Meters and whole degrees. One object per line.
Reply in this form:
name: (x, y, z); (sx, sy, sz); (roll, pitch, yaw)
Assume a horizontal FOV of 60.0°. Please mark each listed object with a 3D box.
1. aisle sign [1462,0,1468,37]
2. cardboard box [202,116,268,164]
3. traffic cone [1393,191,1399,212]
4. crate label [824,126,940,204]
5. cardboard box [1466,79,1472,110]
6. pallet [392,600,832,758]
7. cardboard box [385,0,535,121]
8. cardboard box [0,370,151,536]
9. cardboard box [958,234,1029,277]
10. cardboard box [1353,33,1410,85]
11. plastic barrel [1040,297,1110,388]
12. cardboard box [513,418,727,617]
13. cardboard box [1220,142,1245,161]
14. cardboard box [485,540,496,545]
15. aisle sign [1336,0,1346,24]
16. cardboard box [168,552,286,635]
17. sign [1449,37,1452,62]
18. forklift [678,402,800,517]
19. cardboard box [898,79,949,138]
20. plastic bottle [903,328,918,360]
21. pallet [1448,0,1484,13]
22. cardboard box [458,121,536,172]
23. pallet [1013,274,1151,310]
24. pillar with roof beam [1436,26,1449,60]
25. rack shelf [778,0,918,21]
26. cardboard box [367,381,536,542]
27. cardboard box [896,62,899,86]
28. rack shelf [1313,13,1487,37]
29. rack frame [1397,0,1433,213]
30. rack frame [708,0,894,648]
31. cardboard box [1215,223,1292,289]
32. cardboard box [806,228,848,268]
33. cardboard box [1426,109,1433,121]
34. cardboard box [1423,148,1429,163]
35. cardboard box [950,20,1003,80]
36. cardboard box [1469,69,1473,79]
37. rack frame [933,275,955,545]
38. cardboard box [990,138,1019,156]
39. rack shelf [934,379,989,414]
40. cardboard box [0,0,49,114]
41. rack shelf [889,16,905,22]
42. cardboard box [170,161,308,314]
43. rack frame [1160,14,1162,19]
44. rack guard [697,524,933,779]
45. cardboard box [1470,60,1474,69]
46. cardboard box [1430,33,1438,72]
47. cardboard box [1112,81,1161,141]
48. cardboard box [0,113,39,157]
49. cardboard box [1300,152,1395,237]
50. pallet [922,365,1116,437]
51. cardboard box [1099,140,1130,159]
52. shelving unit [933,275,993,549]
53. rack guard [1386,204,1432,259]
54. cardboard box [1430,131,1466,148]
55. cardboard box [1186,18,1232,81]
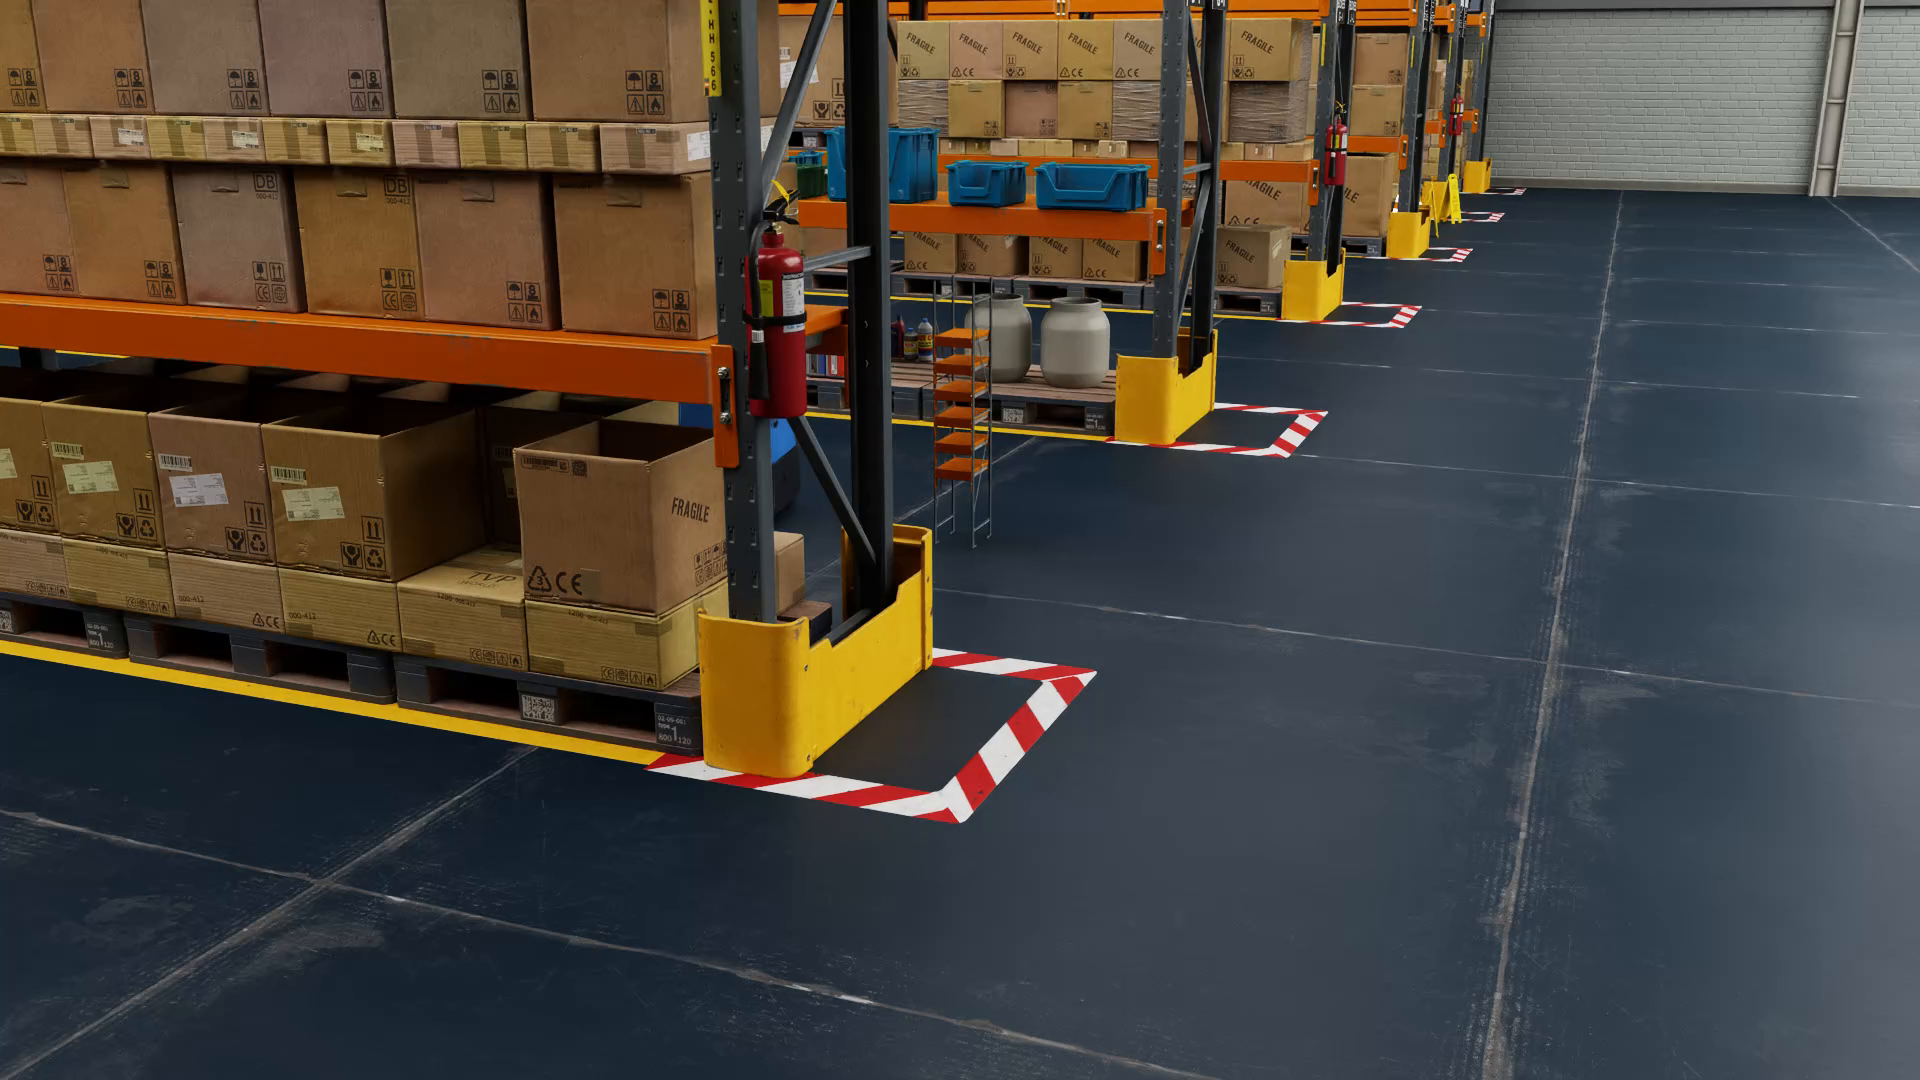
aisle sign: (6.968, -7.330, 22.881); (0.004, 0.787, 0.394); (6, 17, 21)
cardboard box: (-2.347, -1.376, 5.691); (0.250, 0.149, 0.380); (6, 17, 20)
traffic cone: (5.923, -4.499, 22.341); (0.334, 0.463, 0.336); (6, 17, 21)
crate label: (-0.469, -2.288, 10.112); (0.616, 0.435, 0.502); (6, 17, 21)
cardboard box: (8.255, -7.466, 27.832); (0.500, 0.500, 0.500); (7, 18, 22)
pallet: (-1.205, 0.403, 5.907); (1.213, 0.211, 1.003); (6, 17, 21)
cardboard box: (-1.448, -1.649, 5.466); (0.500, 0.500, 0.700); (6, 17, 19)
cardboard box: (-3.415, -0.342, 6.303); (0.500, 0.500, 0.500); (6, 17, 21)
cardboard box: (0.332, -2.740, 15.462); (0.500, 0.500, 0.500); (13, 21, 38)
cardboard box: (4.743, -5.352, 18.524); (0.550, 0.550, 0.875); (6, 17, 21)
plastic barrel: (0.703, -1.207, 10.162); (0.421, 0.512, 0.421); (0, 16, 0)
cardboard box: (-1.086, -0.088, 5.429); (0.500, 0.500, 0.500); (6, 17, 21)
cardboard box: (2.335, -3.331, 14.216); (0.250, 0.149, 0.380); (6, 17, 21)
cardboard box: (-1.827, 0.036, 6.348); (0.500, 0.250, 0.500); (6, 17, 21)
aisle sign: (3.108, -4.602, 13.482); (0.004, 0.787, 0.394); (6, 17, 21)
cardboard box: (-2.485, 0.121, 6.054); (0.500, 0.250, 0.500); (6, 17, 21)
sign: (6.574, -6.574, 22.294); (0.005, 0.325, 0.100); (6, 17, 21)
forklift: (-2.357, -1.530, 7.687); (3.031, 2.935, 1.130); (3, 16, 10)
cardboard box: (-0.165, -3.976, 15.275); (0.500, 0.500, 0.875); (6, 17, 21)
plastic bottle: (-0.326, -1.297, 10.992); (0.097, 0.201, 0.097); (0, 16, 0)
pallet: (7.966, -8.773, 27.290); (1.213, 0.211, 1.003); (6, 17, 21)
cardboard box: (-1.385, -1.270, 5.327); (0.250, 0.149, 0.380); (6, 17, 20)
pallet: (1.216, -2.324, 15.299); (1.213, 0.211, 1.003); (6, 17, 21)
pillar with roof beam: (6.717, -9.365, 23.792); (0.400, 9.000, 9.100); (6, 17, 21)
rack shelf: (-2.421, -5.146, 15.931); (4.000, 0.370, 1.077); (6, 17, 21)
cardboard box: (-1.831, -0.321, 6.233); (0.500, 0.500, 0.500); (6, 17, 21)
cardboard box: (-0.529, -5.856, 20.493); (0.500, 0.500, 0.700); (6, 17, 20)
rack shelf: (6.754, -8.595, 27.810); (4.000, 0.370, 1.077); (6, 17, 21)
rack frame: (5.074, -4.714, 18.530); (0.127, 3.000, 1.000); (6, 17, 21)
rack frame: (-0.478, -0.869, 5.286); (0.127, 3.000, 1.000); (6, 17, 21)
cardboard box: (2.585, -2.507, 14.660); (0.500, 0.500, 0.500); (10, 19, 31)
cardboard box: (-1.124, -2.926, 16.067); (0.500, 0.500, 0.700); (5, 17, 16)
cardboard box: (6.370, -5.870, 22.964); (0.250, 0.149, 0.380); (7, 18, 22)
cardboard box: (7.584, -6.440, 27.757); (0.500, 0.250, 0.500); (6, 17, 20)
cardboard box: (0.230, -4.355, 14.789); (0.500, 0.500, 0.500); (6, 17, 21)
cardboard box: (8.394, -7.757, 27.671); (0.250, 0.149, 0.380); (6, 17, 19)
rack frame: (-0.072, -0.584, 7.534); (0.006, 1.200, 0.240); (6, 17, 21)
cardboard box: (0.453, -3.519, 14.867); (0.250, 0.149, 0.380); (6, 17, 21)
rack shelf: (0.013, -0.647, 7.480); (0.180, 0.103, 0.258); (6, 17, 21)
cardboard box: (-3.314, -1.854, 6.173); (0.500, 0.500, 0.700); (6, 17, 20)
rack shelf: (-2.506, -8.126, 26.194); (4.000, 0.370, 1.077); (6, 17, 21)
cardboard box: (-2.349, -1.126, 5.991); (0.500, 0.500, 0.700); (7, 18, 22)
rack frame: (3.075, -6.417, 24.397); (0.127, 3.000, 1.000); (6, 17, 21)
rack guard: (-0.456, 0.334, 5.626); (0.348, 0.500, 1.175); (6, 17, 21)
cardboard box: (8.380, -7.888, 27.587); (0.250, 0.149, 0.380); (6, 17, 20)
cardboard box: (6.241, -6.674, 22.778); (0.500, 0.500, 0.700); (6, 17, 19)
cardboard box: (1.700, -3.774, 14.581); (0.500, 0.500, 0.875); (6, 17, 21)
cardboard box: (-3.302, -1.482, 6.054); (0.250, 0.149, 0.380); (6, 17, 20)
cardboard box: (4.419, -3.947, 18.948); (0.875, 0.875, 0.875); (6, 17, 21)
pallet: (0.501, -0.894, 10.374); (1.213, 0.211, 1.003); (6, 17, 21)
cardboard box: (1.385, -3.419, 14.520); (0.250, 0.149, 0.380); (6, 17, 21)
shelving unit: (0.013, -0.575, 7.501); (0.189, 1.200, 0.258); (6, 17, 21)
rack guard: (5.096, -3.511, 18.870); (0.348, 0.500, 1.175); (6, 17, 21)
cardboard box: (8.071, -6.623, 27.493); (0.500, 0.250, 0.500); (7, 18, 22)
cardboard box: (2.091, -4.150, 14.084); (0.500, 0.500, 0.500); (6, 17, 21)
